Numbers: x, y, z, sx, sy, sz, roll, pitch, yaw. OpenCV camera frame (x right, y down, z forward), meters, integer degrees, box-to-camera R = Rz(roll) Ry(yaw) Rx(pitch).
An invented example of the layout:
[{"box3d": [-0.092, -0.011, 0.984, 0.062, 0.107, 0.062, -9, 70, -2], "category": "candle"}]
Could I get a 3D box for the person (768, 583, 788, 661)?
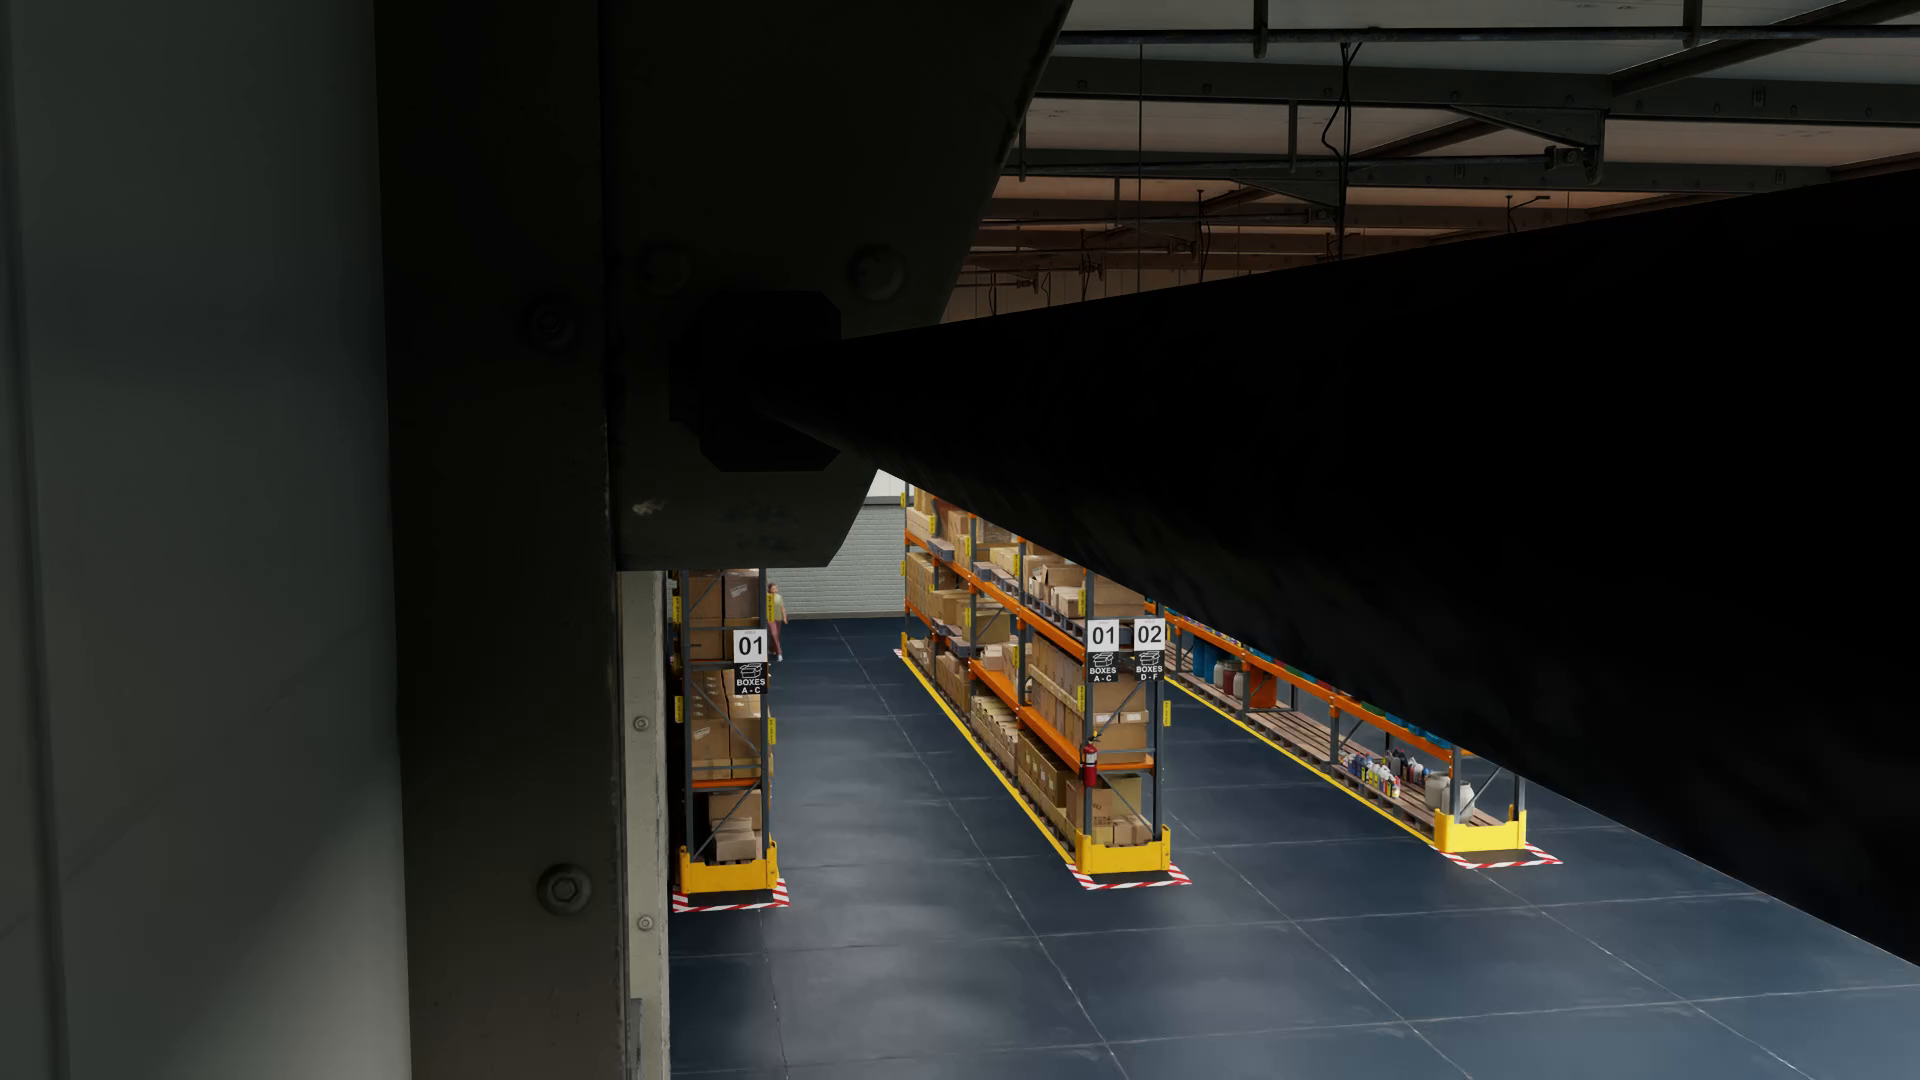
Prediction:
[{"box3d": [-3.982, 1.753, 36.147, 0.519, 1.610, 0.989, -4, 7, -33], "category": "person"}]
